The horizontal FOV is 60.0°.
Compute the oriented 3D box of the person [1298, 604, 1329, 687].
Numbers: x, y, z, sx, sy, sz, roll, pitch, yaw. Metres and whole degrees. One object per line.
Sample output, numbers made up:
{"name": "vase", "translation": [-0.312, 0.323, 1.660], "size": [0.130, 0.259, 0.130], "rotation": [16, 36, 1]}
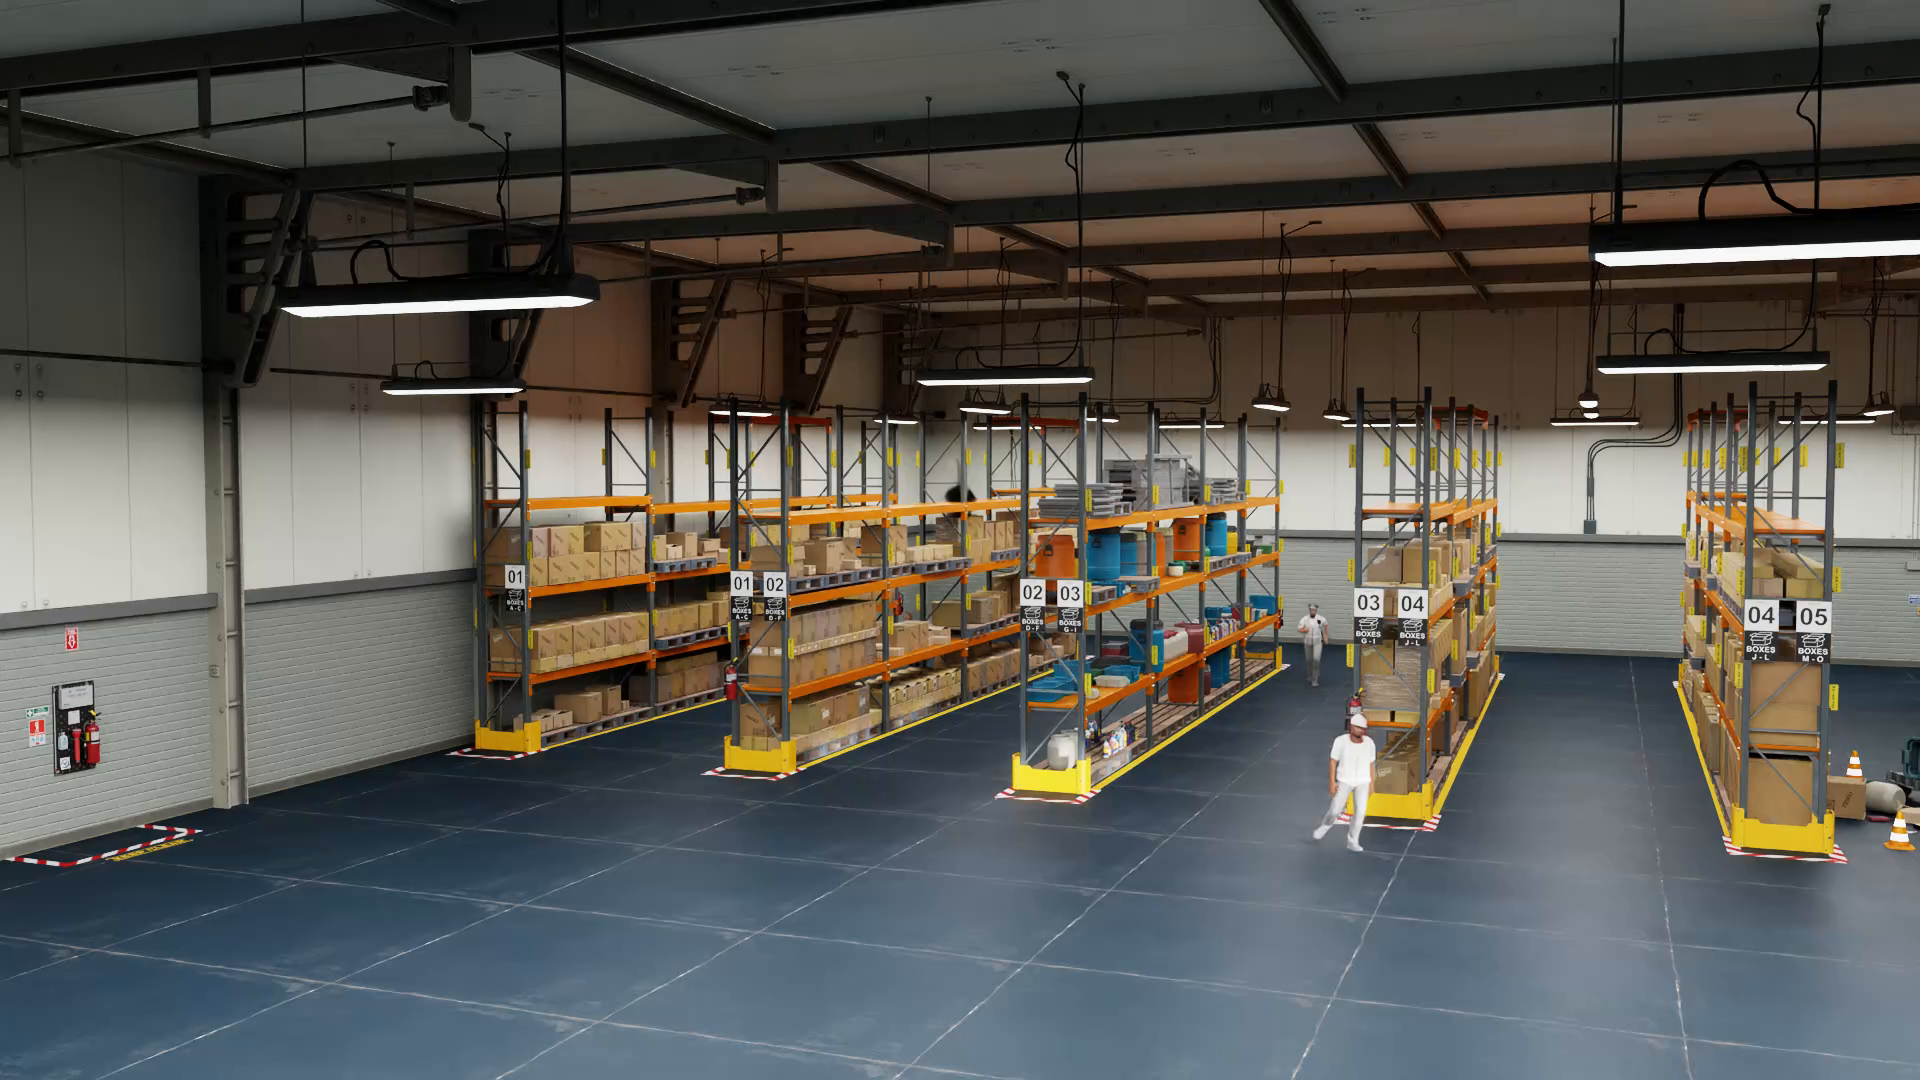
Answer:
{"name": "person", "translation": [7.847, 2.318, 36.962], "size": [0.648, 1.840, 0.887], "rotation": [1, 3, 19]}

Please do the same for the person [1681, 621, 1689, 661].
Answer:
{"name": "person", "translation": [16.868, 2.258, 38.069], "size": [0.865, 1.846, 0.671], "rotation": [-1, 3, -25]}

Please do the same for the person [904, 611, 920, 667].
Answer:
{"name": "person", "translation": [-1.112, 2.384, 37.993], "size": [0.609, 1.542, 0.829], "rotation": [1, 3, 13]}

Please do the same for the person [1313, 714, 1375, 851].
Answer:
{"name": "person", "translation": [4.935, 3.084, 21.298], "size": [0.736, 1.743, 0.614], "rotation": [0, 3, -2]}
